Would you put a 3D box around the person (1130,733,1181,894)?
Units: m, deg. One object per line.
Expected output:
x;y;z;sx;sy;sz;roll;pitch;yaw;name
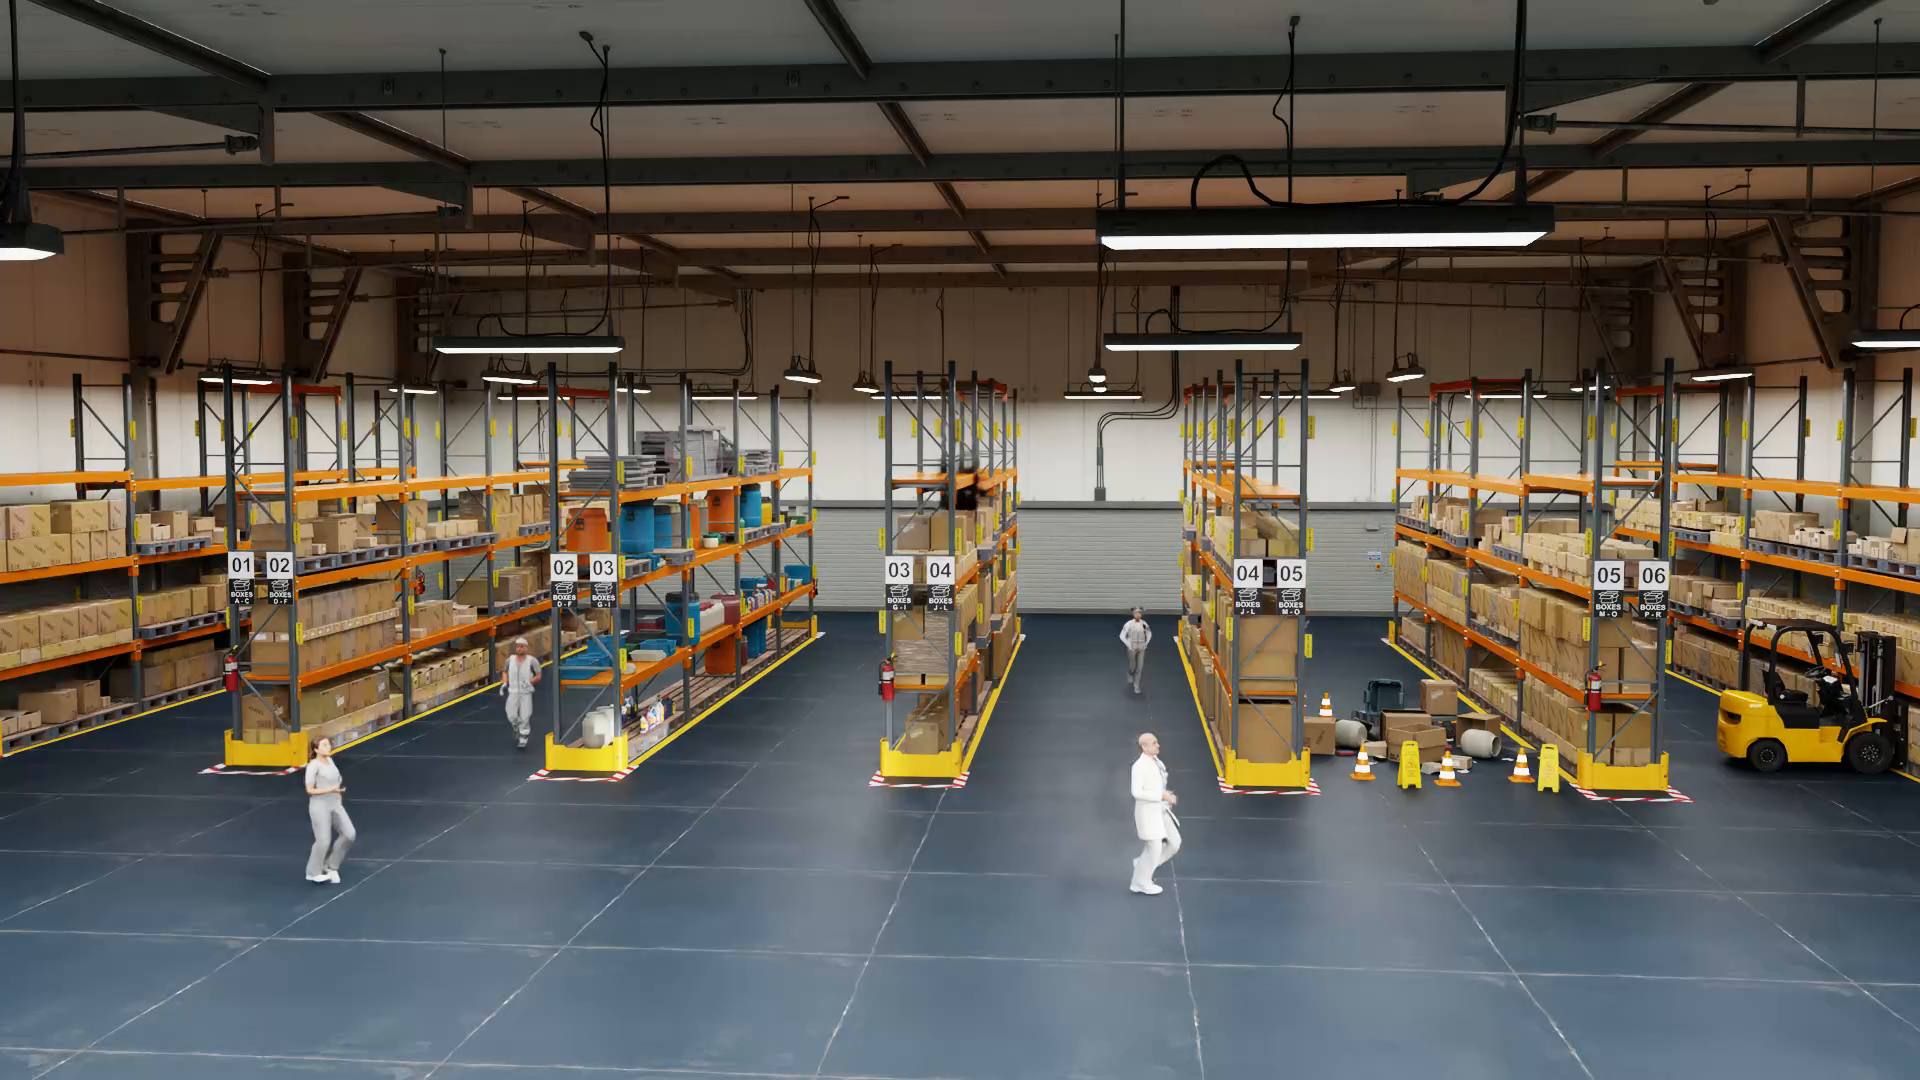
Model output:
2.125;2.987;17.896;0.634;1.650;0.698;2;4;32;person

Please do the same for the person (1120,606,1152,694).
3.376;2.076;31.789;0.631;1.659;0.729;0;4;-6;person

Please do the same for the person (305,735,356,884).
-6.939;2.971;18.284;0.628;1.667;0.547;2;4;23;person

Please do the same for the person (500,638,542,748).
-6.903;2.413;26.110;0.651;1.743;0.585;0;4;-2;person
